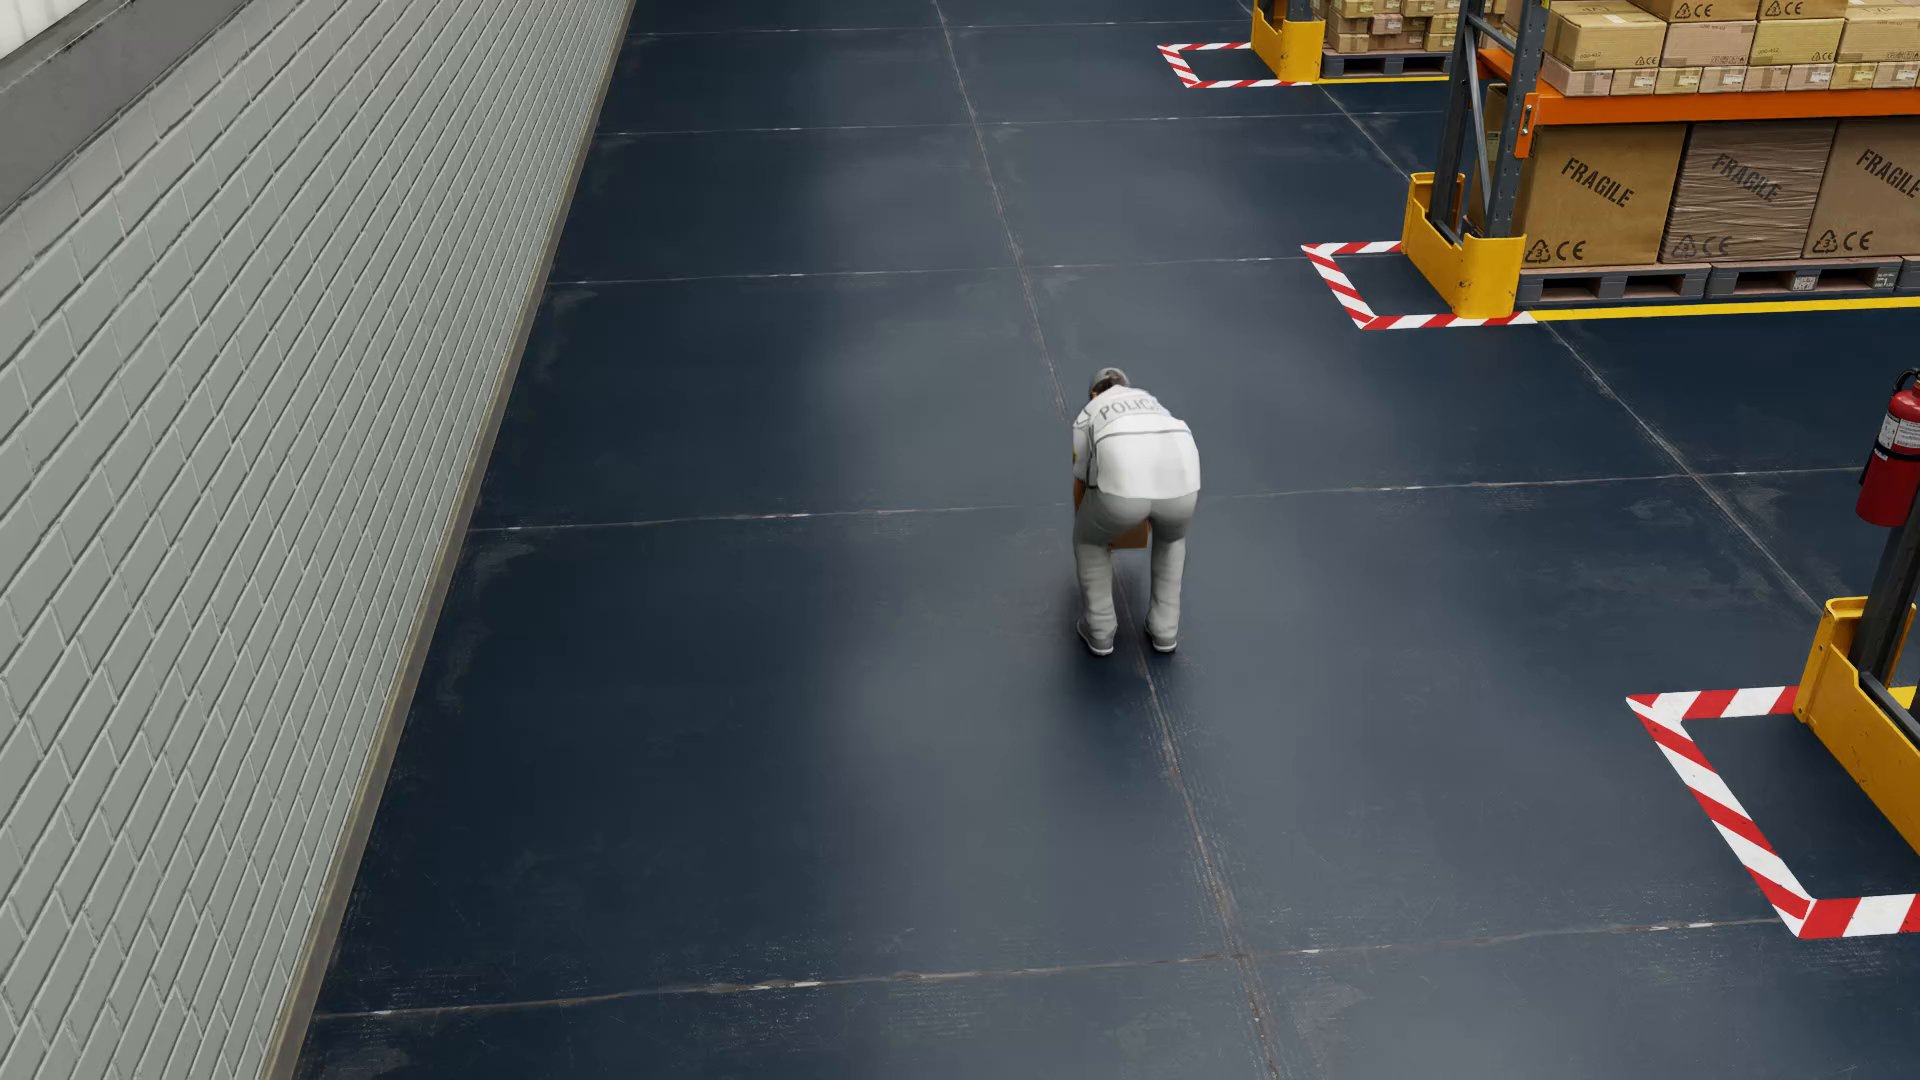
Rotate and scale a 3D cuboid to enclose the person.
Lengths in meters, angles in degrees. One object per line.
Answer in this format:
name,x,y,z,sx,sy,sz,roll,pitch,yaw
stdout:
person,0.689,-0.134,6.951,0.482,1.048,0.952,-4,32,-6
